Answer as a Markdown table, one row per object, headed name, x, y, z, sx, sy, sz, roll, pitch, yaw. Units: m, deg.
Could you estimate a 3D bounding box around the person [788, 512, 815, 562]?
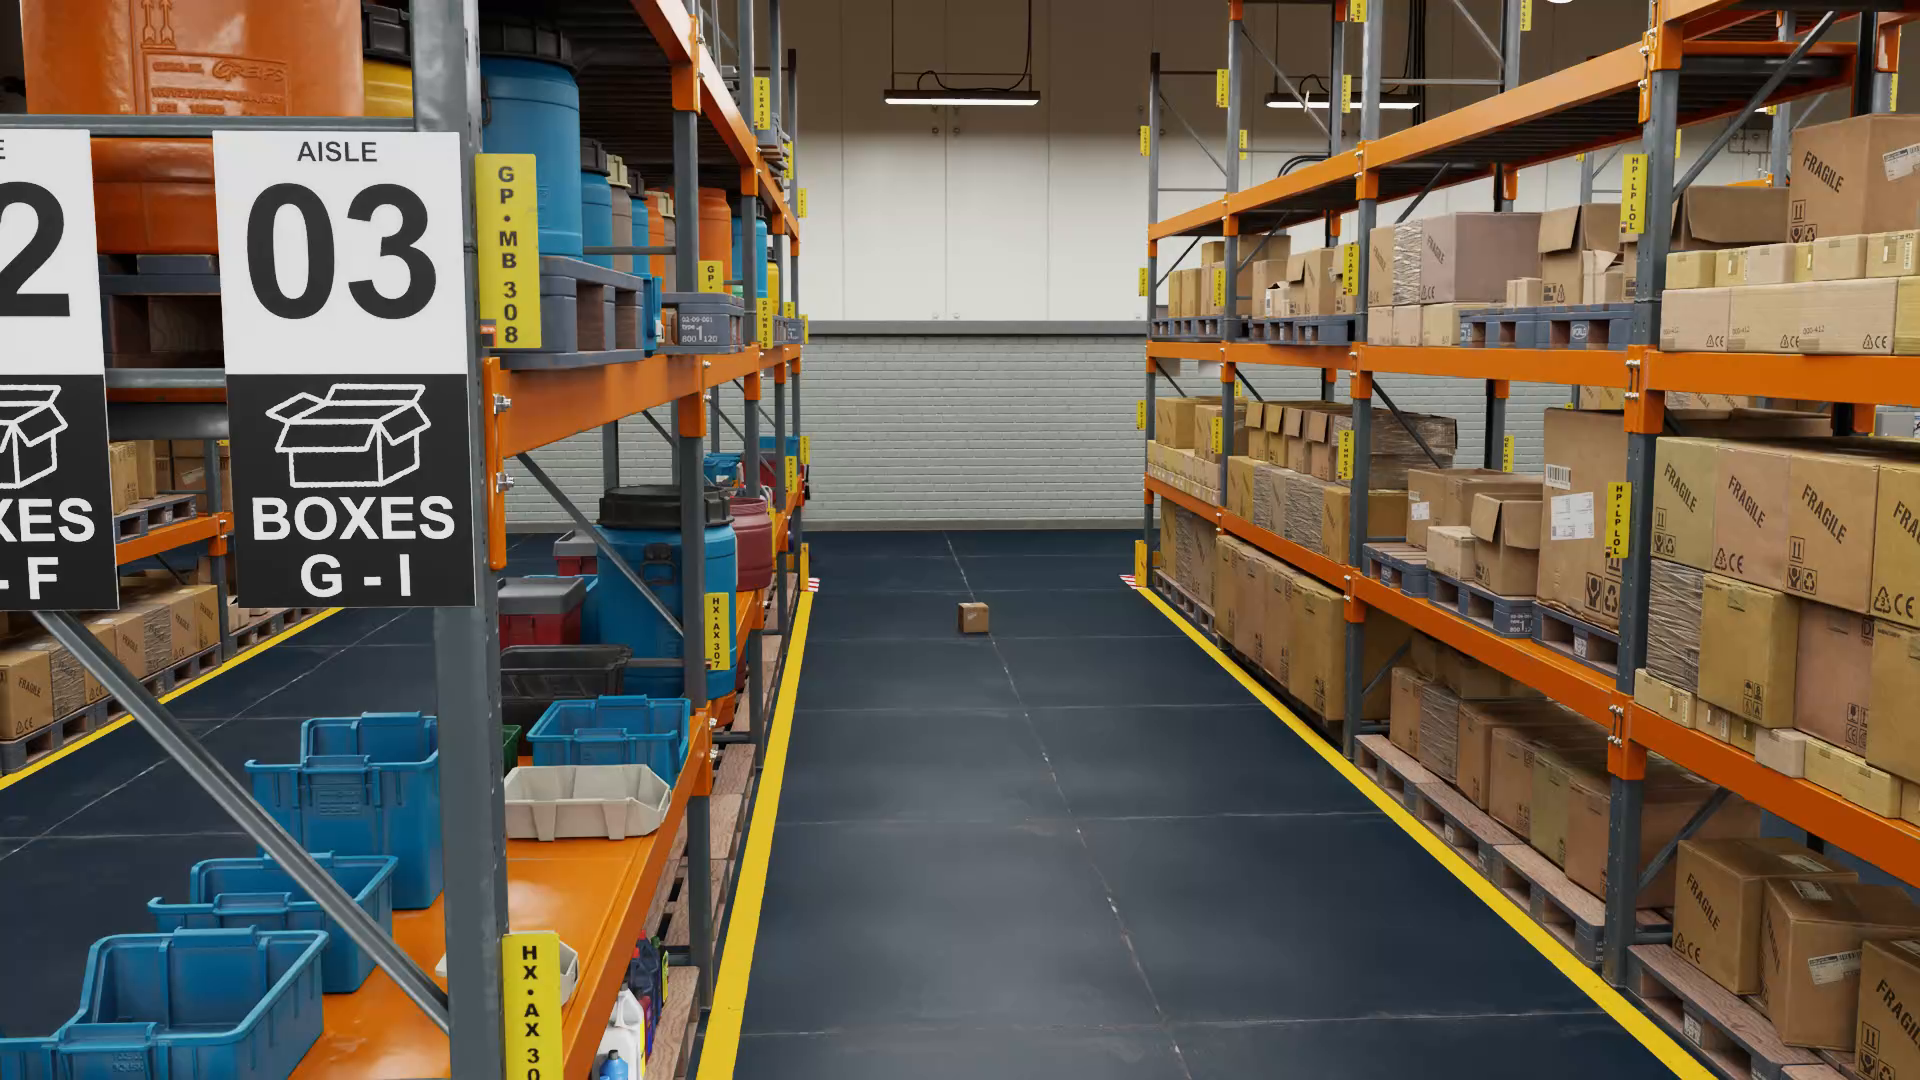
| name | x | y | z | sx | sy | sz | roll | pitch | yaw |
| --- | --- | --- | --- | --- | --- | --- | --- | --- | --- |
| person | -2.234 | -0.415 | 20.237 | 0.866 | 1.602 | 0.526 | -1 | 7 | -6 |
